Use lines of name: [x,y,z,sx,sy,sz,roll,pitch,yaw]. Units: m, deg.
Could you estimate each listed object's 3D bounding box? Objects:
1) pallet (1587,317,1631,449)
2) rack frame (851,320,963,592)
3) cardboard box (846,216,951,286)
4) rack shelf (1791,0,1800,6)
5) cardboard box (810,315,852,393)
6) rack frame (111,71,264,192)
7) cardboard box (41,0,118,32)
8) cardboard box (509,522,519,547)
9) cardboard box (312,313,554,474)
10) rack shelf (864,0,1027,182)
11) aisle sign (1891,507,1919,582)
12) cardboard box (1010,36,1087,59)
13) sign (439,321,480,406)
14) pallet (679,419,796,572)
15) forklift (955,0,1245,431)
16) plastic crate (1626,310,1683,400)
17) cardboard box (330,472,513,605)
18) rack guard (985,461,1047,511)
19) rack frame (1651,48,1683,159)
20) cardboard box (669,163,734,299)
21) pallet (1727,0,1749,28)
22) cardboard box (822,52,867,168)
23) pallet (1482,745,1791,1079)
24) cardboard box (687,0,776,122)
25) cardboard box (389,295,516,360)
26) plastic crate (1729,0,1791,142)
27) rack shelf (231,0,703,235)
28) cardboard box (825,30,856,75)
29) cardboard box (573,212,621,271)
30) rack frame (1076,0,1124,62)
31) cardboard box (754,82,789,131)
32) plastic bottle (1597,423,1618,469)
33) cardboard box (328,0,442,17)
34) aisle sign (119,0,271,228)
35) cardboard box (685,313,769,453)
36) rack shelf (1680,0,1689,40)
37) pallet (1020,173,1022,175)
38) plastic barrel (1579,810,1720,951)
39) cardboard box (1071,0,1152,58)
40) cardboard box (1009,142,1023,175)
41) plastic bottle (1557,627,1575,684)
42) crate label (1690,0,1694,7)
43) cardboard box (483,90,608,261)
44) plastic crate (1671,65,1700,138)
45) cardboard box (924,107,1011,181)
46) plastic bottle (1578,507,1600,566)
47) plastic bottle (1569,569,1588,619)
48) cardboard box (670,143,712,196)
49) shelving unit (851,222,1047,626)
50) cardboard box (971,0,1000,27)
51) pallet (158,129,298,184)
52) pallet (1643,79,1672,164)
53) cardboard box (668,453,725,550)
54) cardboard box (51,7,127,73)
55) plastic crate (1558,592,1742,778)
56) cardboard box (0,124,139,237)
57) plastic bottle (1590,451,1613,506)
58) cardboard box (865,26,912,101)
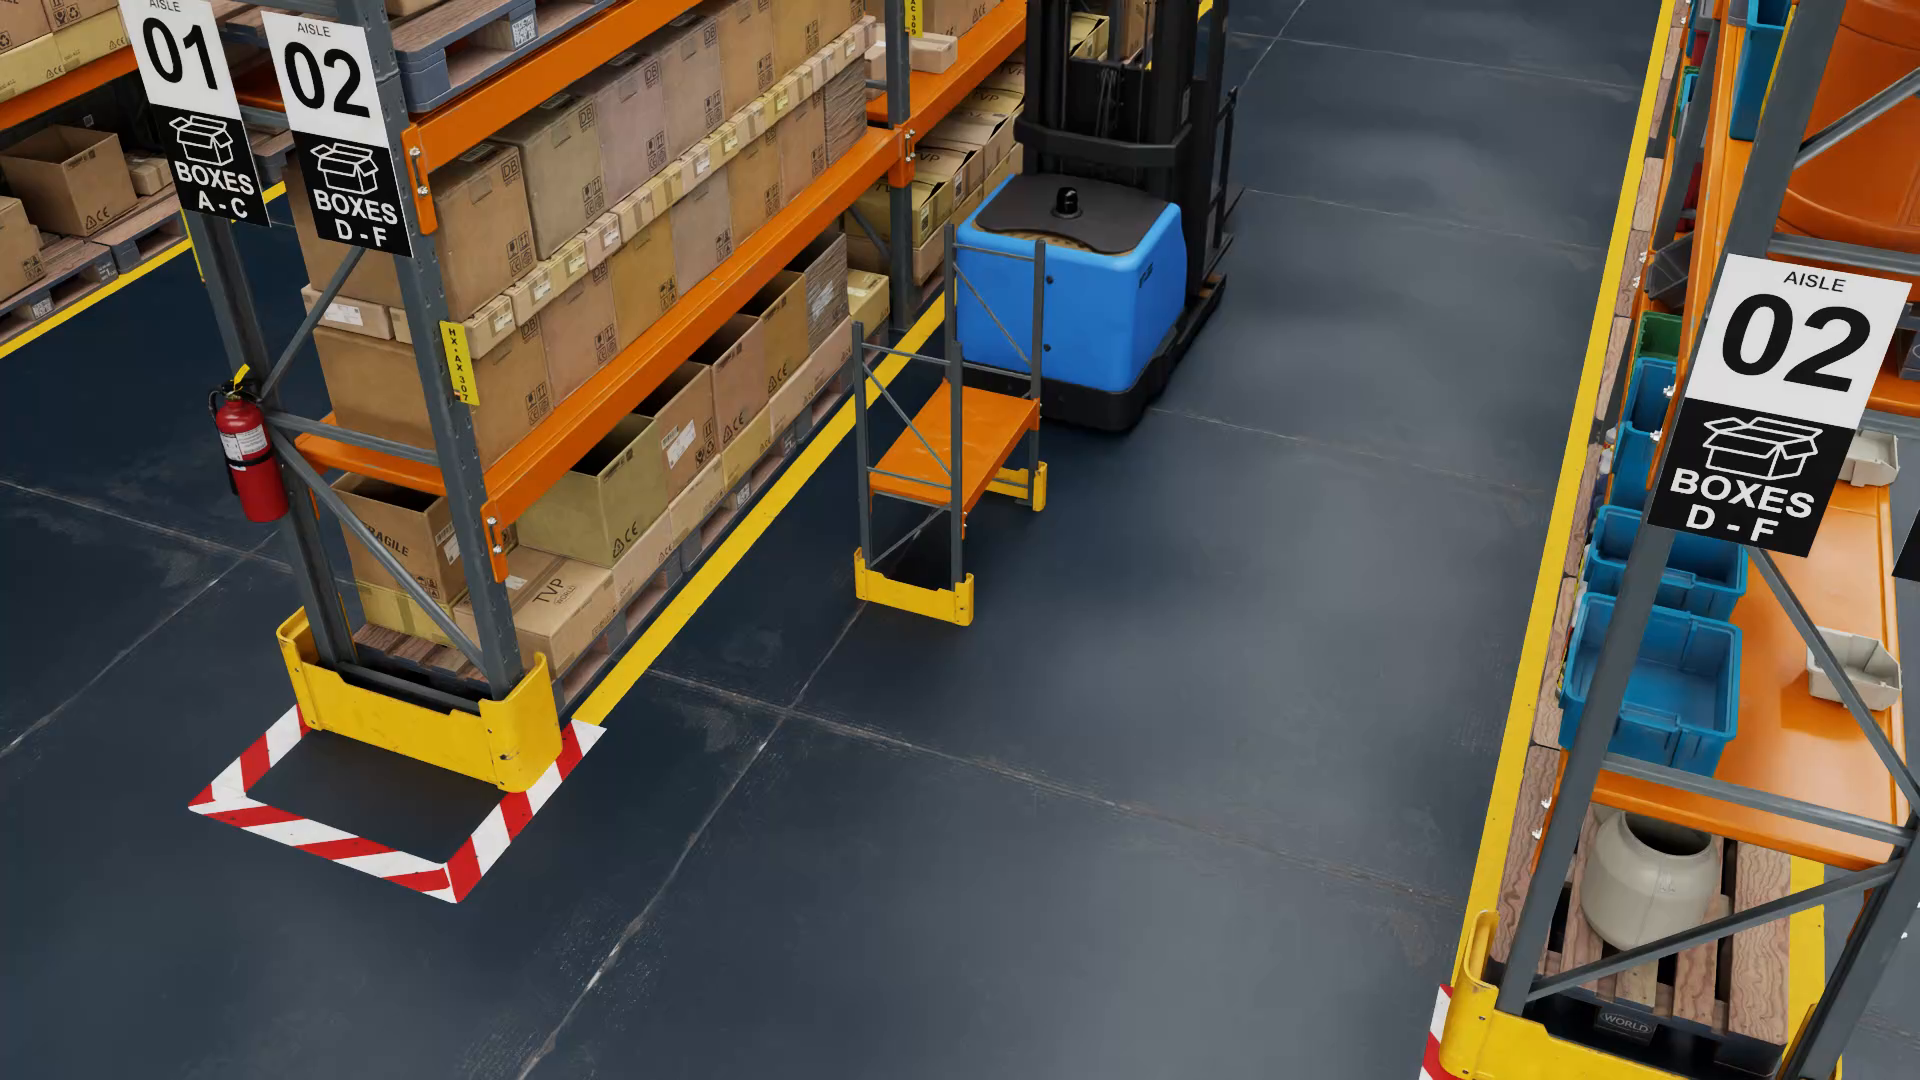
pallet: [4.080,-0.787,9.228,1.003,0.211,1.213,14,39,18]
rack frame: [-0.226,-0.272,7.463,0.500,1.500,0.032,14,39,18]
cardboard box: [-0.379,-1.824,10.232,0.500,0.250,0.500,13,39,17]
rack shelf: [3.057,-2.307,4.857,1.077,0.370,4.000,14,39,18]
cardboard box: [-0.935,-1.076,9.232,0.500,0.250,0.500,14,39,18]
rack frame: [-5.344,-3.717,10.819,1.000,3.000,0.127,14,39,18]
cardboard box: [-5.423,-3.355,9.817,0.500,0.500,0.500,14,39,17]
cardboard box: [-2.174,-0.086,7.908,0.500,0.250,0.500,14,39,18]
cardboard box: [-2.094,-0.671,6.661,0.700,0.500,0.500,14,39,18]
rack shelf: [-0.001,-3.410,11.009,1.077,0.370,4.000,14,39,18]
aisle sign: [2.539,-0.180,3.915,0.394,0.787,0.004,14,39,18]
cardboard box: [0.597,-3.461,11.954,0.500,0.311,0.500,13,39,17]
sign: [-1.773,-0.624,5.892,0.100,0.325,0.005,14,39,18]
pallet: [-1.566,-0.365,8.663,1.003,0.211,1.213,14,39,18]
forklift: [1.008,-2.645,9.442,1.130,2.935,3.031,14,39,18]
plastic crate: [3.040,-0.688,6.943,0.450,0.188,0.662,14,39,18]
cardboard box: [-2.355,-0.108,7.310,0.500,0.500,0.500,14,39,18]
rack guard: [0.160,-0.334,8.589,0.587,0.250,0.087,14,39,18]
rack frame: [5.340,-3.675,10.762,1.000,3.000,0.127,14,39,18]
cardboard box: [-1.508,-1.529,7.808,0.700,0.500,0.500,15,39,19]
pallet: [3.633,-2.164,6.394,1.213,0.211,1.003,14,39,18]
cardboard box: [-0.925,-2.383,8.951,0.700,0.500,0.500,13,39,17]
pallet: [2.595,1.370,6.342,1.003,0.211,1.213,14,39,18]
cardboard box: [-1.307,-2.346,7.817,0.700,0.500,0.500,14,39,18]
cardboard box: [-1.935,-0.844,6.350,0.380,0.149,0.250,14,39,17]
plastic crate: [2.743,-1.565,5.447,0.392,0.384,0.575,14,39,18]
rack shelf: [-1.523,-2.396,7.148,1.077,0.370,4.000,14,39,18]
cardboard box: [-0.763,-2.554,8.638,0.380,0.149,0.250,13,39,17]
cardboard box: [-1.643,-1.268,6.917,0.380,0.149,0.250,13,39,17]
rack frame: [0.760,-4.805,12.275,1.000,3.000,0.127,14,39,18]
cardboard box: [-1.056,-2.128,8.068,0.380,0.149,0.250,14,39,18]
plastic bottle: [3.291,-0.467,8.382,0.097,0.271,0.097,0,37,0]
cardboard box: [-2.061,-2.160,5.677,0.797,0.503,0.637,17,40,21]
aisle sign: [-2.580,-1.448,5.611,0.394,0.787,0.004,14,39,18]
cardboard box: [-1.301,-0.819,8.261,0.500,0.500,0.500,14,39,18]
rack shelf: [6.101,-4.494,12.459,1.077,0.370,4.000,14,39,18]
pallet: [-0.055,-2.568,11.611,1.003,0.211,1.213,14,39,18]
plastic barrel: [2.475,1.201,5.966,0.421,0.512,0.421,0,37,0]
cardboard box: [1.198,-4.167,13.141,0.500,0.500,0.500,15,39,20]
cardboard box: [0.205,-2.676,11.372,0.500,0.250,0.500,15,39,19]
plastic bottle: [2.617,0.481,7.104,0.061,0.283,0.133,15,39,19]
crate label: [4.833,-3.460,10.615,0.303,0.233,0.416,14,39,18]
cardboard box: [-1.879,-1.513,6.703,0.700,0.500,0.500,13,39,17]
plastic crate: [4.219,-2.404,9.239,0.450,0.188,0.662,14,39,18]
cardboard box: [0.017,-2.617,10.824,0.500,0.311,0.500,13,39,16]
plastic bottle: [2.954,-0.009,7.760,0.061,0.283,0.133,16,40,20]
plastic bottle: [2.822,0.220,7.397,0.144,0.351,0.185,15,39,20]
cardboard box: [-1.350,-1.695,7.488,0.380,0.149,0.250,14,39,18]
shelving unit: [-0.029,-0.559,7.846,0.587,1.500,1.083,14,39,18]
cardboard box: [-0.063,-3.621,10.607,0.500,0.500,0.500,14,39,18]
pallet: [-5.049,-3.031,12.231,1.003,0.211,1.213,14,39,18]
pallet: [5.601,-3.004,12.194,1.003,0.211,1.213,14,39,18]
cardboard box: [-1.496,-0.243,8.117,0.500,0.250,0.500,14,39,18]
cardboard box: [-5.441,-3.059,10.048,0.500,0.250,0.500,14,39,18]
plastic crate: [2.209,0.469,5.343,0.499,0.251,0.616,14,39,18]
cardboard box: [-5.702,-2.308,10.654,0.500,0.500,0.500,11,38,14]
plastic bottle: [3.193,-0.283,8.133,0.152,0.276,0.135,15,39,19]
cardboard box: [-0.615,-2.813,9.735,0.500,0.250,0.500,16,40,21]
